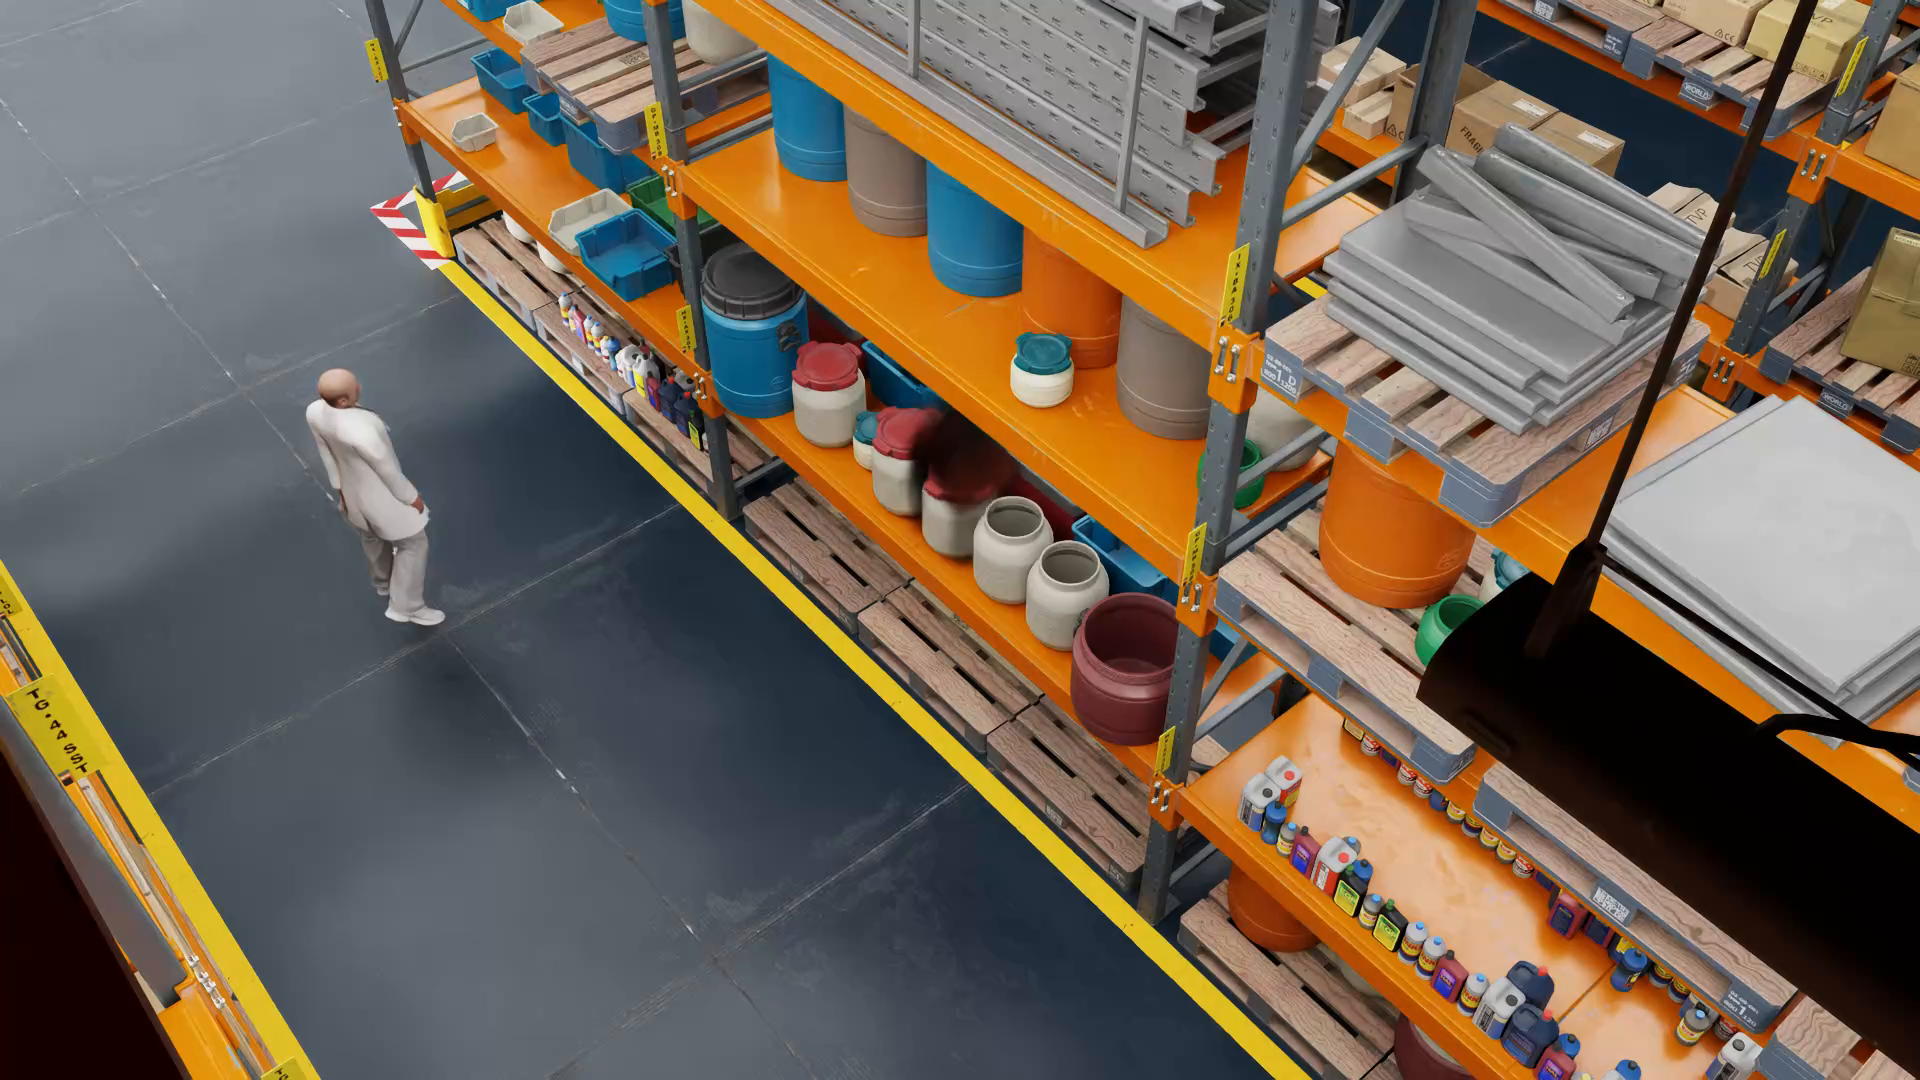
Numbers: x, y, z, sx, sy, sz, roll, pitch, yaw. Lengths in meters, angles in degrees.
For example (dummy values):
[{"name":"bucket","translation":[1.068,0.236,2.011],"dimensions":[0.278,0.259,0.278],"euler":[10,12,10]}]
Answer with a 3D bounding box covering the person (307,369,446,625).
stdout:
[{"name":"person","translation":[-3.406,-0.256,9.618],"dimensions":[0.639,1.852,0.433],"euler":[28,53,24]}]
